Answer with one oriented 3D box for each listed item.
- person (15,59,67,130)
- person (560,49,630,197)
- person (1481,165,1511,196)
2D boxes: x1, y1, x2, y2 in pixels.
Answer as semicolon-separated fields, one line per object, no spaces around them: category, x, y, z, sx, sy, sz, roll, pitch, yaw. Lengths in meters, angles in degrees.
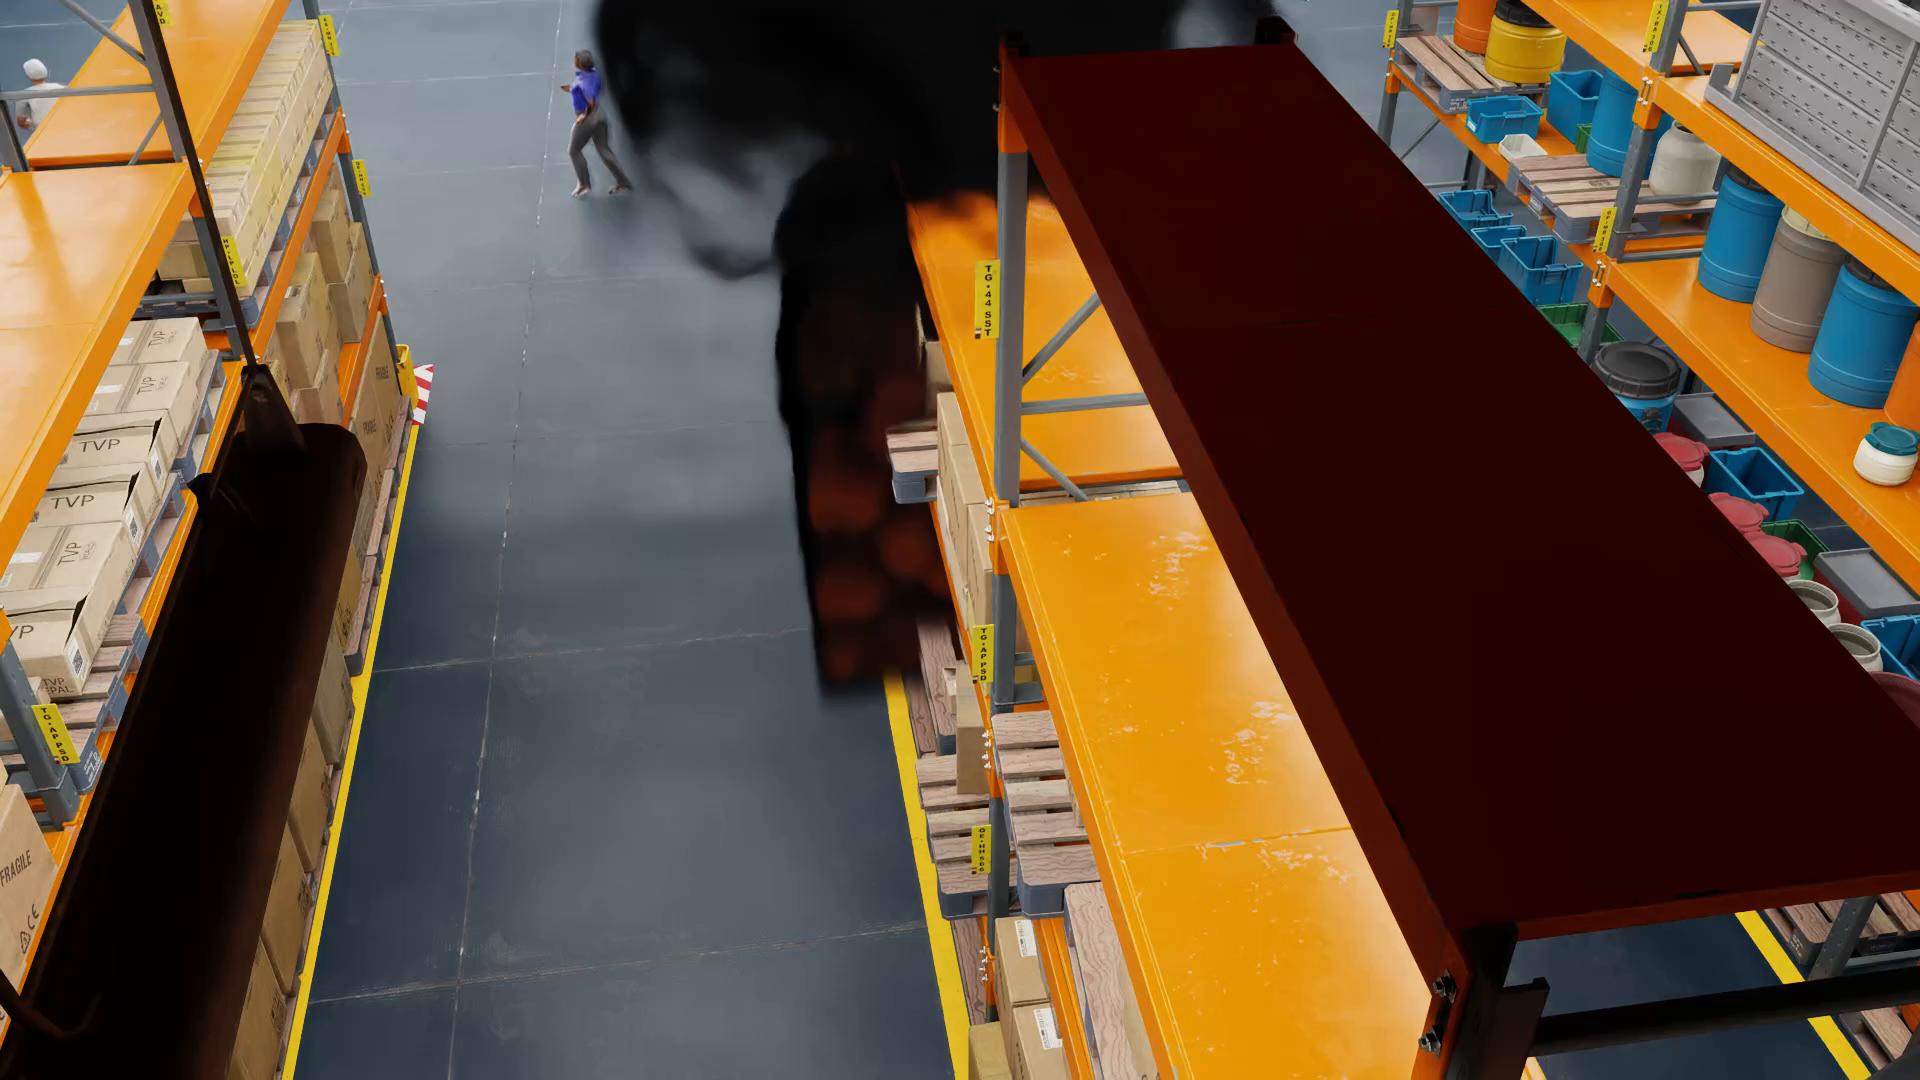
person;-9.536;-4.188;17.612;0.659;1.795;0.914;-30;46;-35
person;-4.046;-4.548;18.247;0.728;1.713;0.559;14;38;18
person;6.075;-4.528;18.140;0.738;1.748;0.641;9;37;12
